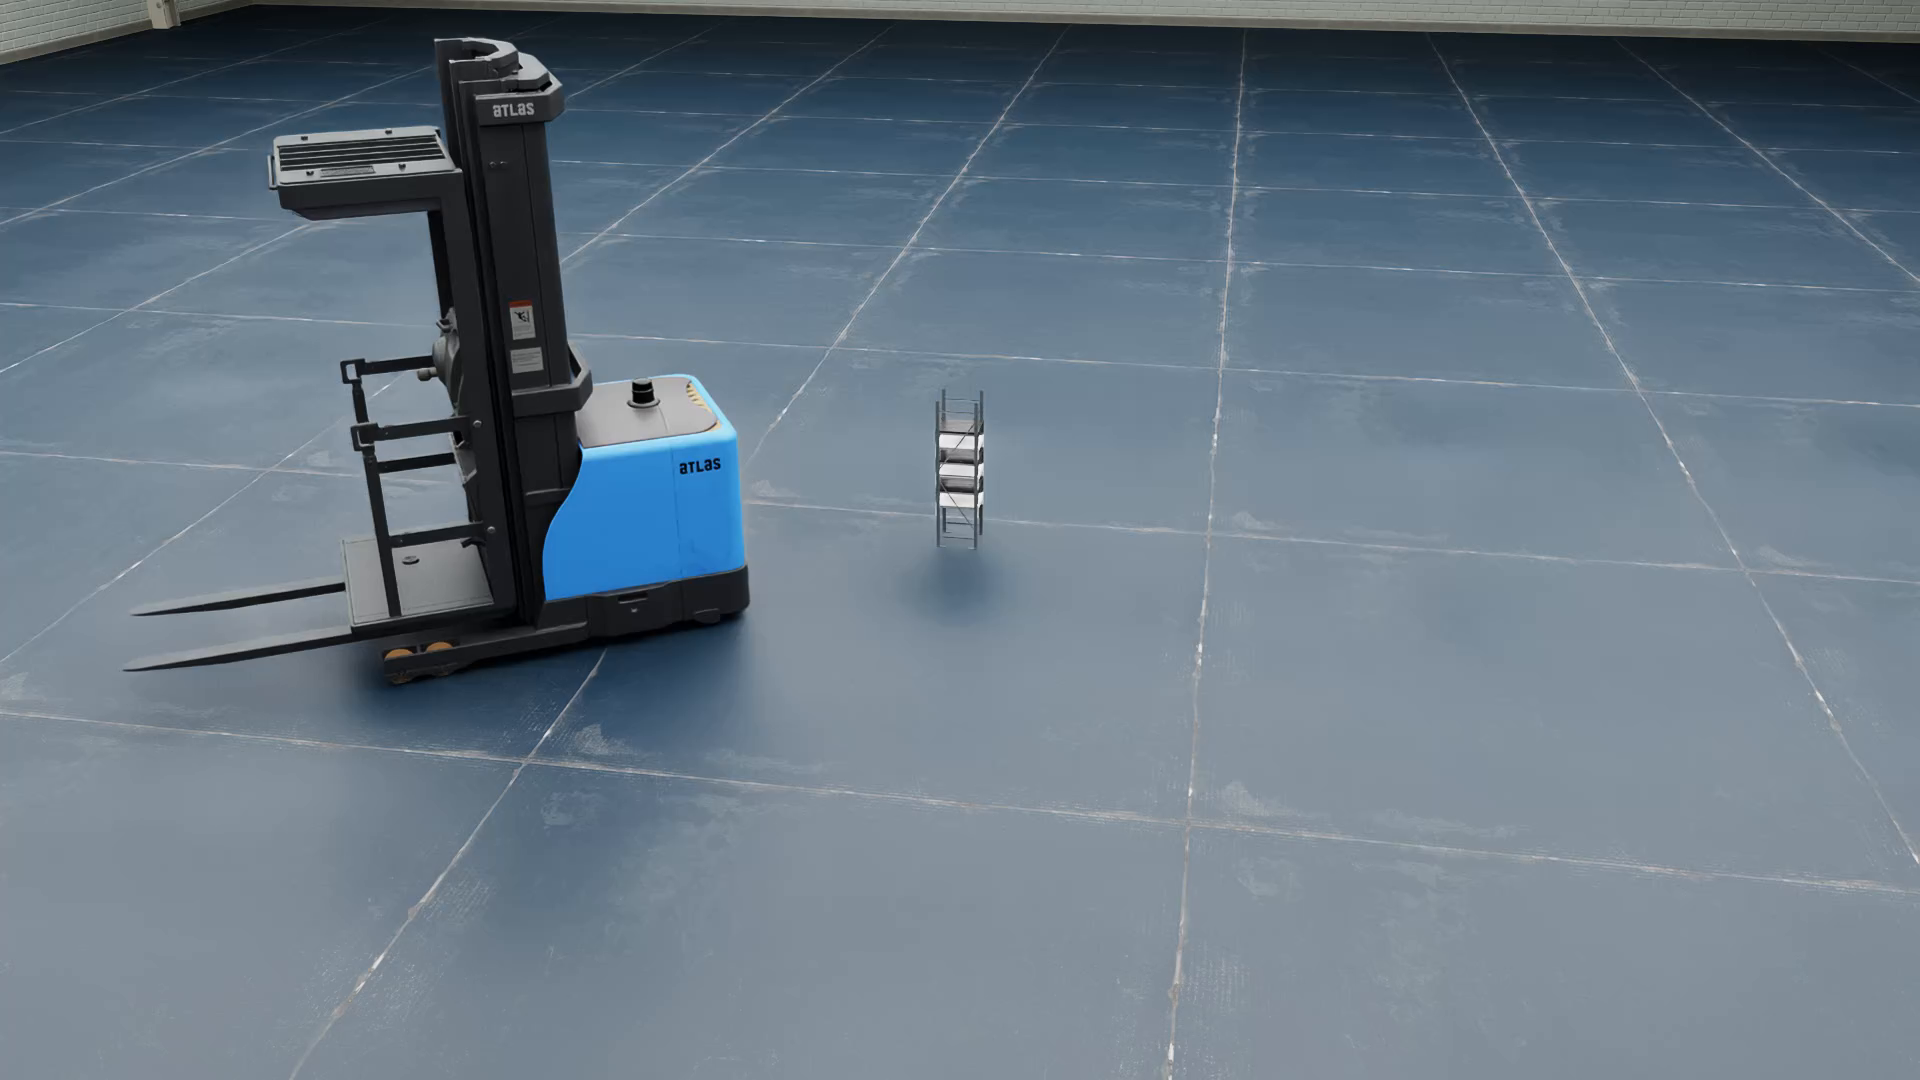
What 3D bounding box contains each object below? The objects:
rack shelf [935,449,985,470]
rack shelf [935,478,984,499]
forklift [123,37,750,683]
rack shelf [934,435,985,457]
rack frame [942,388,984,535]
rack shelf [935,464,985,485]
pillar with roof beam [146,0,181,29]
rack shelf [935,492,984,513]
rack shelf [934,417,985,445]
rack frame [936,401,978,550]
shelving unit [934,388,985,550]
[{"bbox_3d":[-0.001,-0.455,9.528,0.258,0.077,0.200,4,25,9],"label":"rack shelf"},{"bbox_3d":[-0.001,-0.292,9.604,0.258,0.077,0.200,4,25,9],"label":"rack shelf"},{"bbox_3d":[-2.690,-0.872,8.155,3.031,2.935,1.130,-9,27,-19],"label":"forklift"},{"bbox_3d":[-0.001,-0.537,9.490,0.258,0.077,0.200,4,25,9],"label":"rack shelf"},{"bbox_3d":[0.015,-0.447,9.643,0.240,0.900,0.006,4,25,9],"label":"rack frame"},{"bbox_3d":[-0.001,-0.374,9.566,0.258,0.077,0.200,4,25,9],"label":"rack shelf"},{"bbox_3d":[-9.410,-12.608,26.071,9.100,9.000,0.400,4,25,9],"label":"pillar with roof beam"},{"bbox_3d":[-0.001,-0.211,9.642,0.258,0.077,0.200,4,25,9],"label":"rack shelf"},{"bbox_3d":[-0.001,-0.619,9.452,0.258,0.077,0.200,4,25,9],"label":"rack shelf"},{"bbox_3d":[-0.018,-0.362,9.461,0.240,0.900,0.006,4,25,9],"label":"rack frame"},{"bbox_3d":[-0.001,-0.404,9.552,0.258,0.900,0.210,4,25,9],"label":"shelving unit"}]
